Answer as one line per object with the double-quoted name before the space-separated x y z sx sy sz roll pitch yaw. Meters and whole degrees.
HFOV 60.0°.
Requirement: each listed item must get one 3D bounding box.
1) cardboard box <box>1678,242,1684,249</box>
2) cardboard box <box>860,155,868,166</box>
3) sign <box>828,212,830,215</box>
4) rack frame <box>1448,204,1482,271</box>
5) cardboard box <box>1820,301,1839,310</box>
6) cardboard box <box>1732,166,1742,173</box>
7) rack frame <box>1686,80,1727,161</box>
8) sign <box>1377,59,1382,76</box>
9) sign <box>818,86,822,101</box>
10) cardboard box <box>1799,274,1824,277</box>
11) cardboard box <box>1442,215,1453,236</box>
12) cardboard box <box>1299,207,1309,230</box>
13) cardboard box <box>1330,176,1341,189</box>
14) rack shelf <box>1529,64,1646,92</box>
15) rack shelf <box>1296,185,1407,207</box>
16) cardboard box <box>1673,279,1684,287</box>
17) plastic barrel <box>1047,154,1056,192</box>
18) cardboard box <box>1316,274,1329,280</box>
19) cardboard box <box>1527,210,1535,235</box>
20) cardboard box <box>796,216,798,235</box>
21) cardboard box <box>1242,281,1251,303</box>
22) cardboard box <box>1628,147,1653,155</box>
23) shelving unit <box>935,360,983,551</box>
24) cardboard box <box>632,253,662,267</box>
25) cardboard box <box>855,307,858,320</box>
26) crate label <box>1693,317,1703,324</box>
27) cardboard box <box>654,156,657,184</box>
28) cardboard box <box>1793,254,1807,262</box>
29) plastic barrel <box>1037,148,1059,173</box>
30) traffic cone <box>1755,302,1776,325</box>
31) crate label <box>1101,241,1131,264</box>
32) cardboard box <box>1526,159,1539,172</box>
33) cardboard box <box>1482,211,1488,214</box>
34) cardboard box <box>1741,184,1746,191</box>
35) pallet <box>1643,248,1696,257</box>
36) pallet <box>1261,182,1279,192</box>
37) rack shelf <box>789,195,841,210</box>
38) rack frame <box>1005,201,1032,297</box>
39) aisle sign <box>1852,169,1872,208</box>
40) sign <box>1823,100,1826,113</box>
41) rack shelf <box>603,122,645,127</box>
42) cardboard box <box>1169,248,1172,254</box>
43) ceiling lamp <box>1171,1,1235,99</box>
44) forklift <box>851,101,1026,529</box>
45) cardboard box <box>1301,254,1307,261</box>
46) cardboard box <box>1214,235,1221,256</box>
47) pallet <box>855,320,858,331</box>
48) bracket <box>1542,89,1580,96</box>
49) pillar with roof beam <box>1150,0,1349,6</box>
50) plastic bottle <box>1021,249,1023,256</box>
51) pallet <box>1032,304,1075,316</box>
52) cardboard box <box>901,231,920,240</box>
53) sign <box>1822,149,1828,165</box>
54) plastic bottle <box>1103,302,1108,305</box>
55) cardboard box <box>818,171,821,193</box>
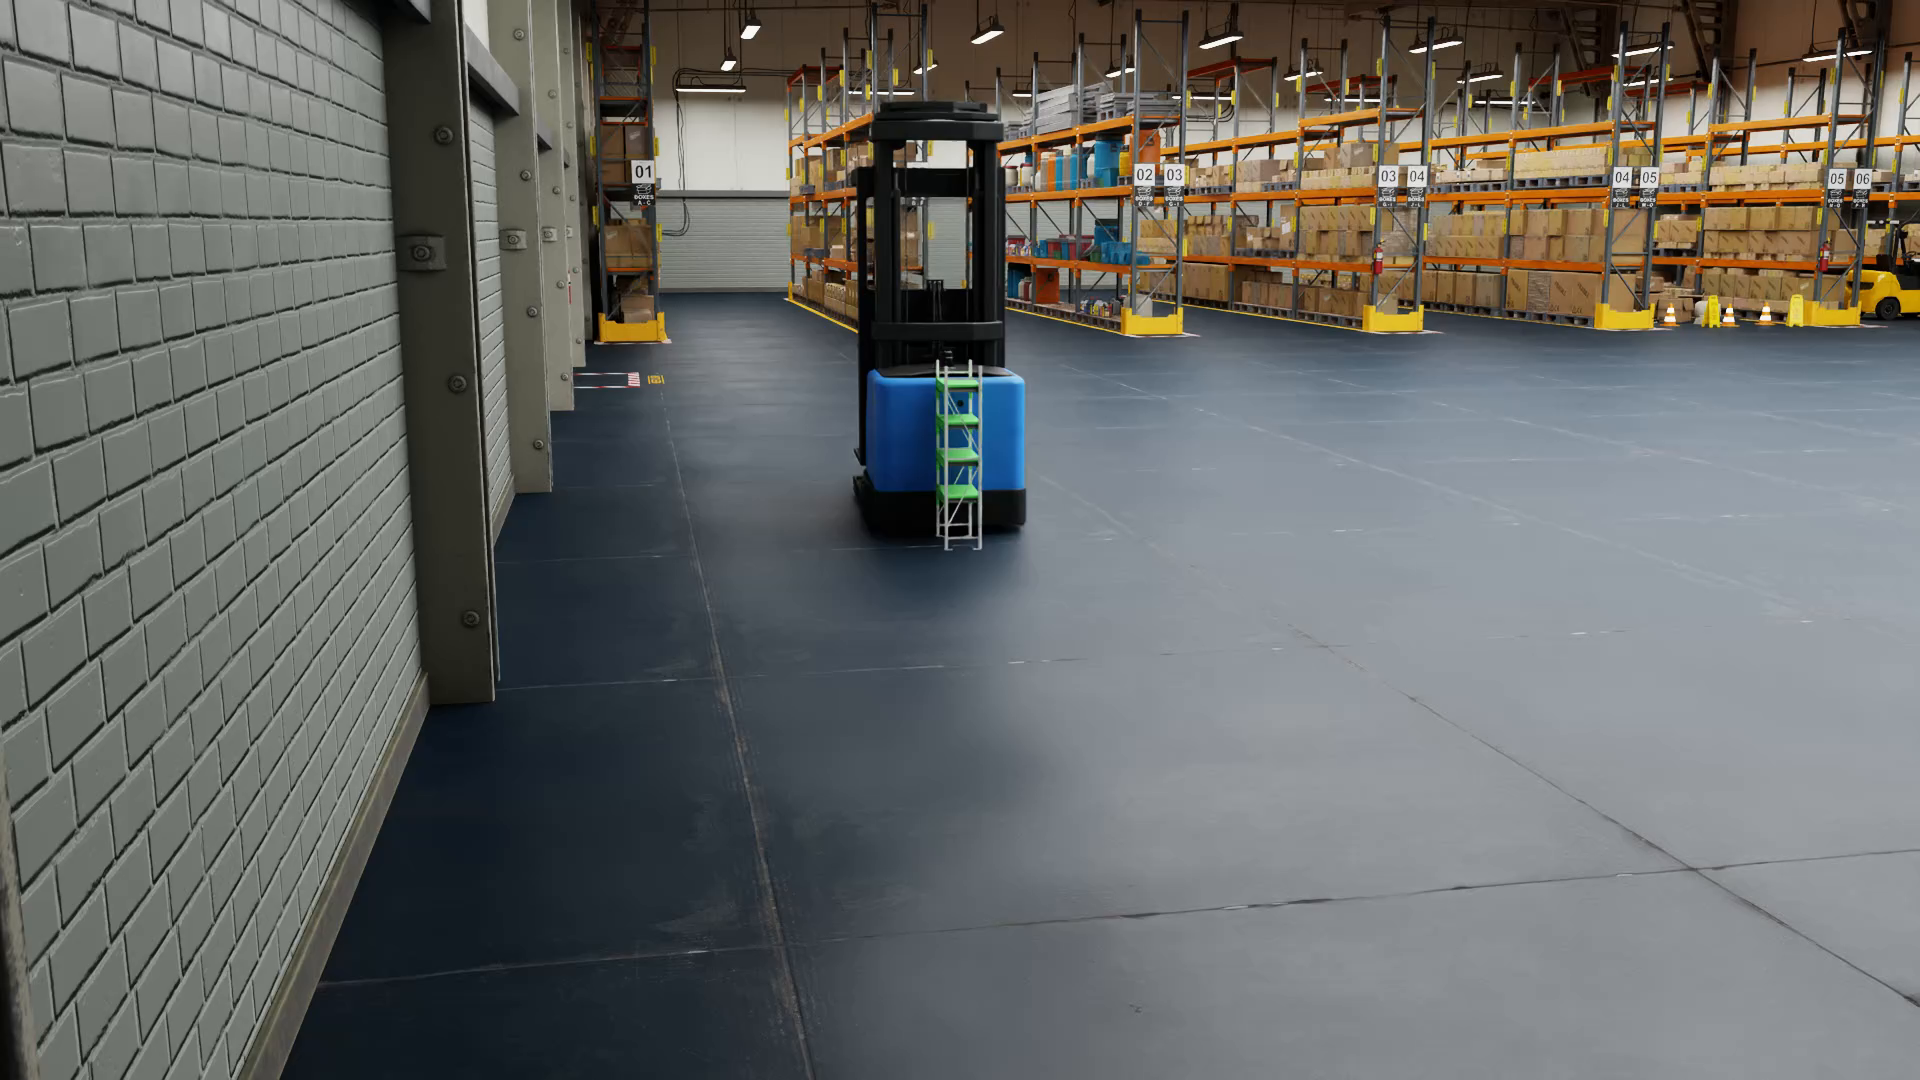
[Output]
"cardboard box" 17.161 -6.940 39.187 0.380 0.149 0.250 -2 11 -13
"cardboard box" -1.686 -7.279 32.136 0.500 0.311 0.500 -1 11 -4
"sign" -3.658 -8.946 46.232 0.100 0.325 0.005 -2 11 -11
"rack frame" 15.232 -8.925 50.066 1.000 3.000 0.127 -2 11 -11
"cardboard box" 18.458 -5.004 35.696 0.500 0.250 0.500 -2 11 -11
"cardboard box" 17.454 -8.252 37.046 0.380 0.149 0.250 -2 11 -11
"rack frame" 20.878 -11.320 46.602 1.000 3.000 0.127 -2 11 -11
"sign" 8.075 -9.097 32.005 0.100 0.325 0.005 -2 11 -11
"sign" -3.181 -10.161 37.806 0.100 0.325 0.005 -2 11 -11
"cardboard box" 21.899 -6.444 42.260 0.875 0.625 0.625 -2 11 -9
"cardboard box" 12.129 -7.624 40.289 0.700 0.500 0.500 -2 11 -12
"cardboard box" 7.683 -6.958 35.996 0.500 0.500 0.500 -2 11 -11
"cardboard box" 7.986 -7.387 34.364 0.500 0.250 0.500 -2 11 -12
"rack shelf" 16.399 -12.051 43.480 1.077 0.370 4.000 -2 11 -11
"rack shelf" 8.234 -7.117 34.469 1.077 0.370 4.000 -2 11 -11
"cardboard box" 20.981 -7.388 48.057 0.500 0.311 0.500 -2 11 -9
"plastic barrel" 2.283 -8.323 37.734 0.600 0.830 0.708 -2 11 -11
"cardboard box" 10.434 -7.525 47.622 0.380 0.149 0.250 -2 11 -9
"cardboard box" 12.989 -6.964 36.475 0.875 0.550 0.550 -2 11 -11
"cardboard box" -4.078 -8.374 44.228 0.500 0.500 0.500 -2 11 -12
"cardboard box" 7.217 -5.963 40.014 0.700 0.500 0.500 -3 11 -14
"cardboard box" 13.755 -7.862 33.607 0.380 0.149 0.250 -2 11 -10
"shelving unit" -0.010 -0.566 10.960 0.258 1.200 0.503 -1 11 -7
"cardboard box" -5.737 -5.127 30.459 0.500 0.250 0.500 -2 11 -13
"cardboard box" -1.792 -4.488 32.987 0.500 0.250 0.500 -2 11 -11
"crate label" 15.758 -4.655 35.290 0.250 0.136 0.298 -9 14 -40
"cardboard box" -5.842 -6.792 30.518 0.500 0.500 0.500 -1 11 -7
"cardboard box" 17.903 -5.970 35.214 0.380 0.149 0.250 -2 11 -12
"plastic barrel" 2.101 -8.912 39.705 0.600 0.830 0.708 -2 11 -11
"traffic cone" 16.995 -4.776 35.053 0.336 0.463 0.334 -2 11 -11
"crate label" 3.141 -5.795 33.527 0.502 0.435 0.616 -2 11 -11
"cardboard box" 12.650 -8.135 36.106 0.500 0.250 0.500 -2 11 -11
"cardboard box" 15.290 -9.423 48.005 0.380 0.149 0.250 -2 11 -12
"cardboard box" 17.589 -7.820 36.909 0.380 0.149 0.250 -2 11 -13
"pallet" 17.213 -7.002 40.475 1.003 0.211 1.213 -2 11 -11
"pallet" 7.625 -8.052 37.960 1.213 0.211 1.003 -2 11 -11
"rack shelf" -3.818 -8.958 44.143 1.077 0.370 4.000 -2 11 -11
"rack frame" 1.431 -7.651 43.372 1.000 3.000 0.127 -2 11 -11
"aisle sign" 18.660 -7.268 34.405 0.394 0.787 0.004 -2 11 -11
"sign" 22.200 -11.144 42.755 0.100 0.325 0.005 -2 11 -11
"rack shelf" -7.120 -8.587 35.241 1.077 0.370 4.000 -2 11 -11
"cardboard box" 5.858 -7.799 44.821 0.380 0.149 0.250 -2 11 -10
"ceiling lamp" 7.476 -14.964 50.137 2.000 3.185 0.800 -2 11 -11
"forklift" -0.240 -1.746 12.532 1.130 2.935 3.031 -1 11 -7
"cardboard box" 7.628 -6.144 36.125 0.380 0.149 0.250 -2 11 -11
"cardboard box" 6.637 -7.320 41.364 0.500 0.500 0.500 -2 11 -12
"pallet" -1.518 -4.263 33.028 1.003 0.211 1.213 -2 11 -11
"bracket" 19.487 -14.925 55.915 0.076 0.066 5.218 -2 11 -11
"pillar with roof beam" 8.393 -16.407 50.063 6.894 0.400 0.400 -2 11 -11
"plastic bottle" 1.549 -7.050 40.744 0.097 0.201 0.097 0 11 0
"pallet" 2.321 -5.404 39.024 1.003 0.211 1.213 -2 11 -11
"cardboard box" -0.960 -5.718 31.215 0.380 0.149 0.250 -2 11 -11
"sign" 17.795 -7.883 34.198 0.100 0.325 0.005 -2 11 -11
"plastic bottle" 2.996 -4.796 34.480 0.152 0.276 0.135 -2 11 -11
"cardboard box" -2.868 -8.433 39.190 0.910 0.500 0.500 -2 11 -11
